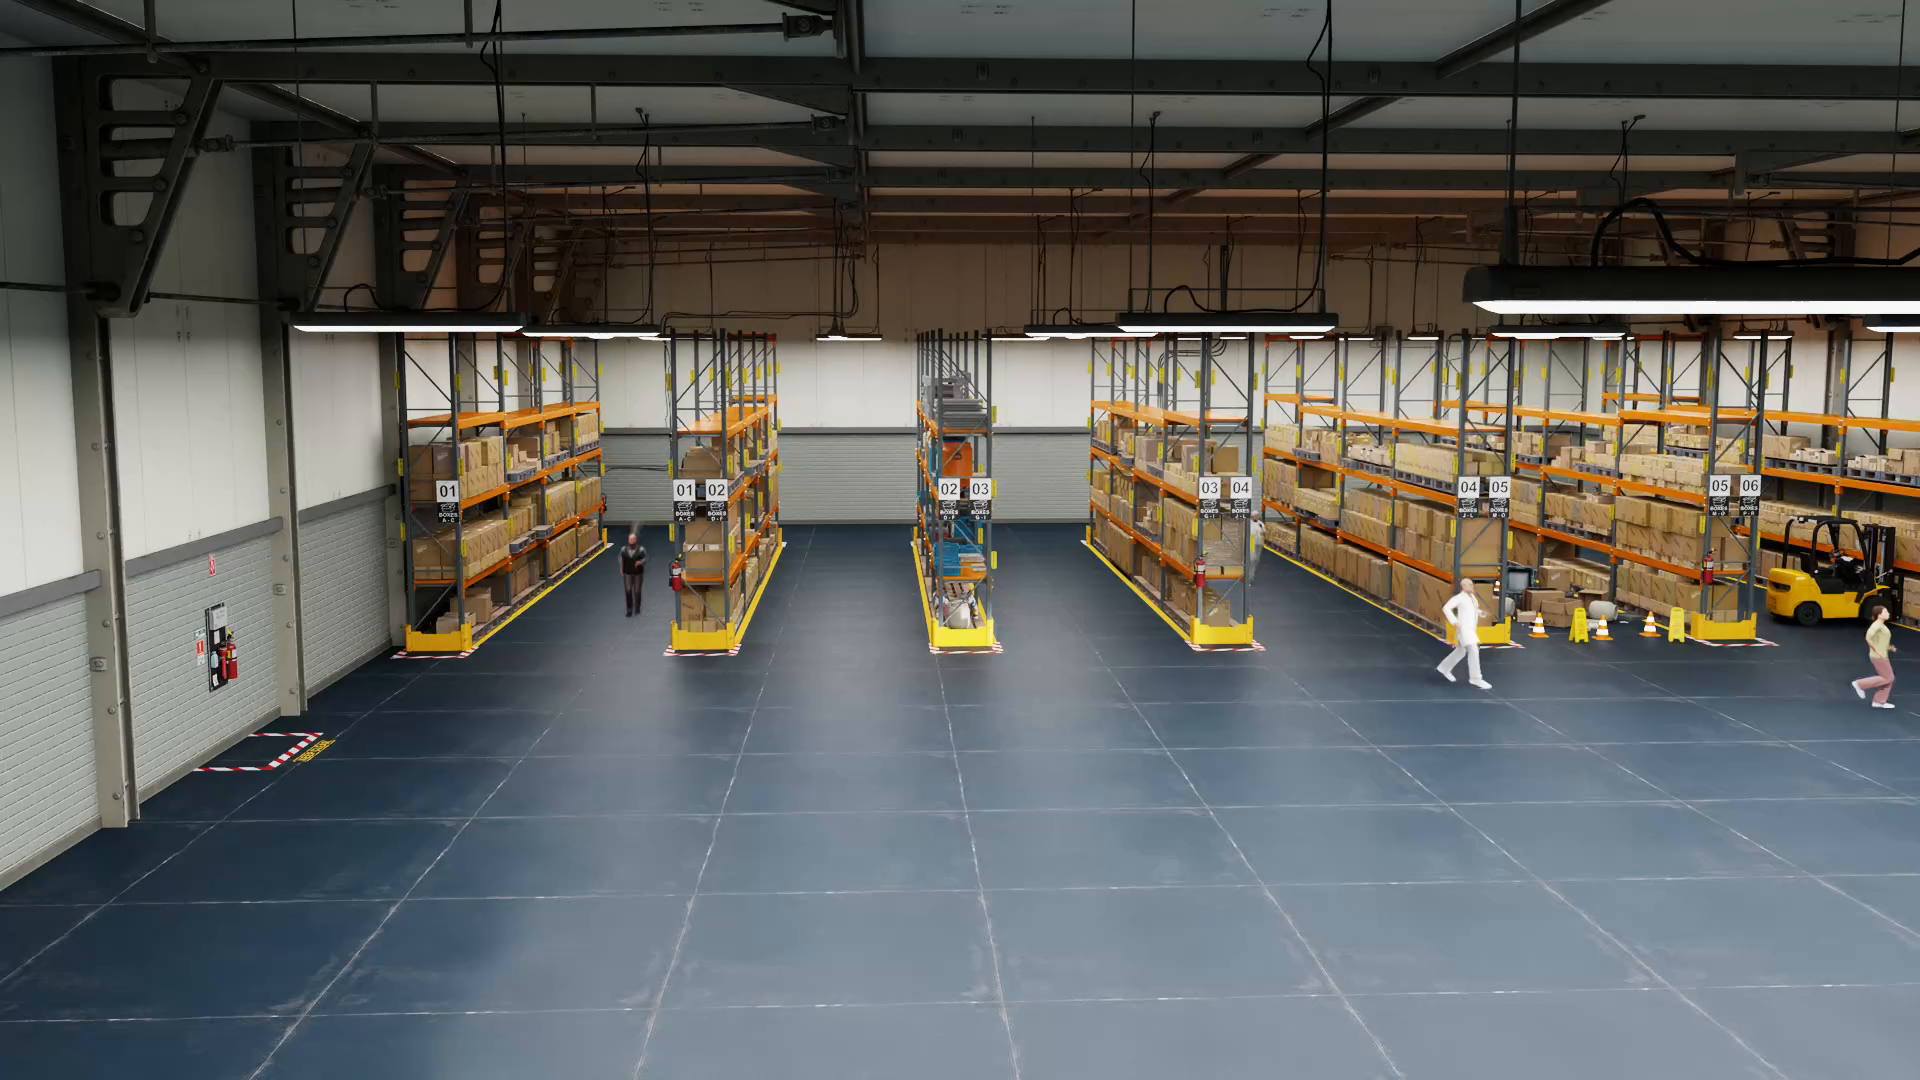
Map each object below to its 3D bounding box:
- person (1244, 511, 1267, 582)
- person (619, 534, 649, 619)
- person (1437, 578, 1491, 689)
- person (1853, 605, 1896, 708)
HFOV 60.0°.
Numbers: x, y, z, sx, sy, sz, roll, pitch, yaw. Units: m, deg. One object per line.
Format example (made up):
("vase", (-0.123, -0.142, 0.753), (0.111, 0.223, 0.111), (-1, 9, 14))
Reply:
("person", (7.147, 0.146, 40.420), (0.577, 1.732, 0.750), (-2, 7, -15))
("person", (-6.853, 0.794, 34.997), (0.644, 1.695, 0.793), (-1, 7, -7))
("person", (8.464, 1.532, 27.844), (0.994, 1.788, 0.694), (5, 8, 37))
("person", (14.452, 1.832, 26.230), (0.597, 1.624, 0.596), (5, 8, 34))
